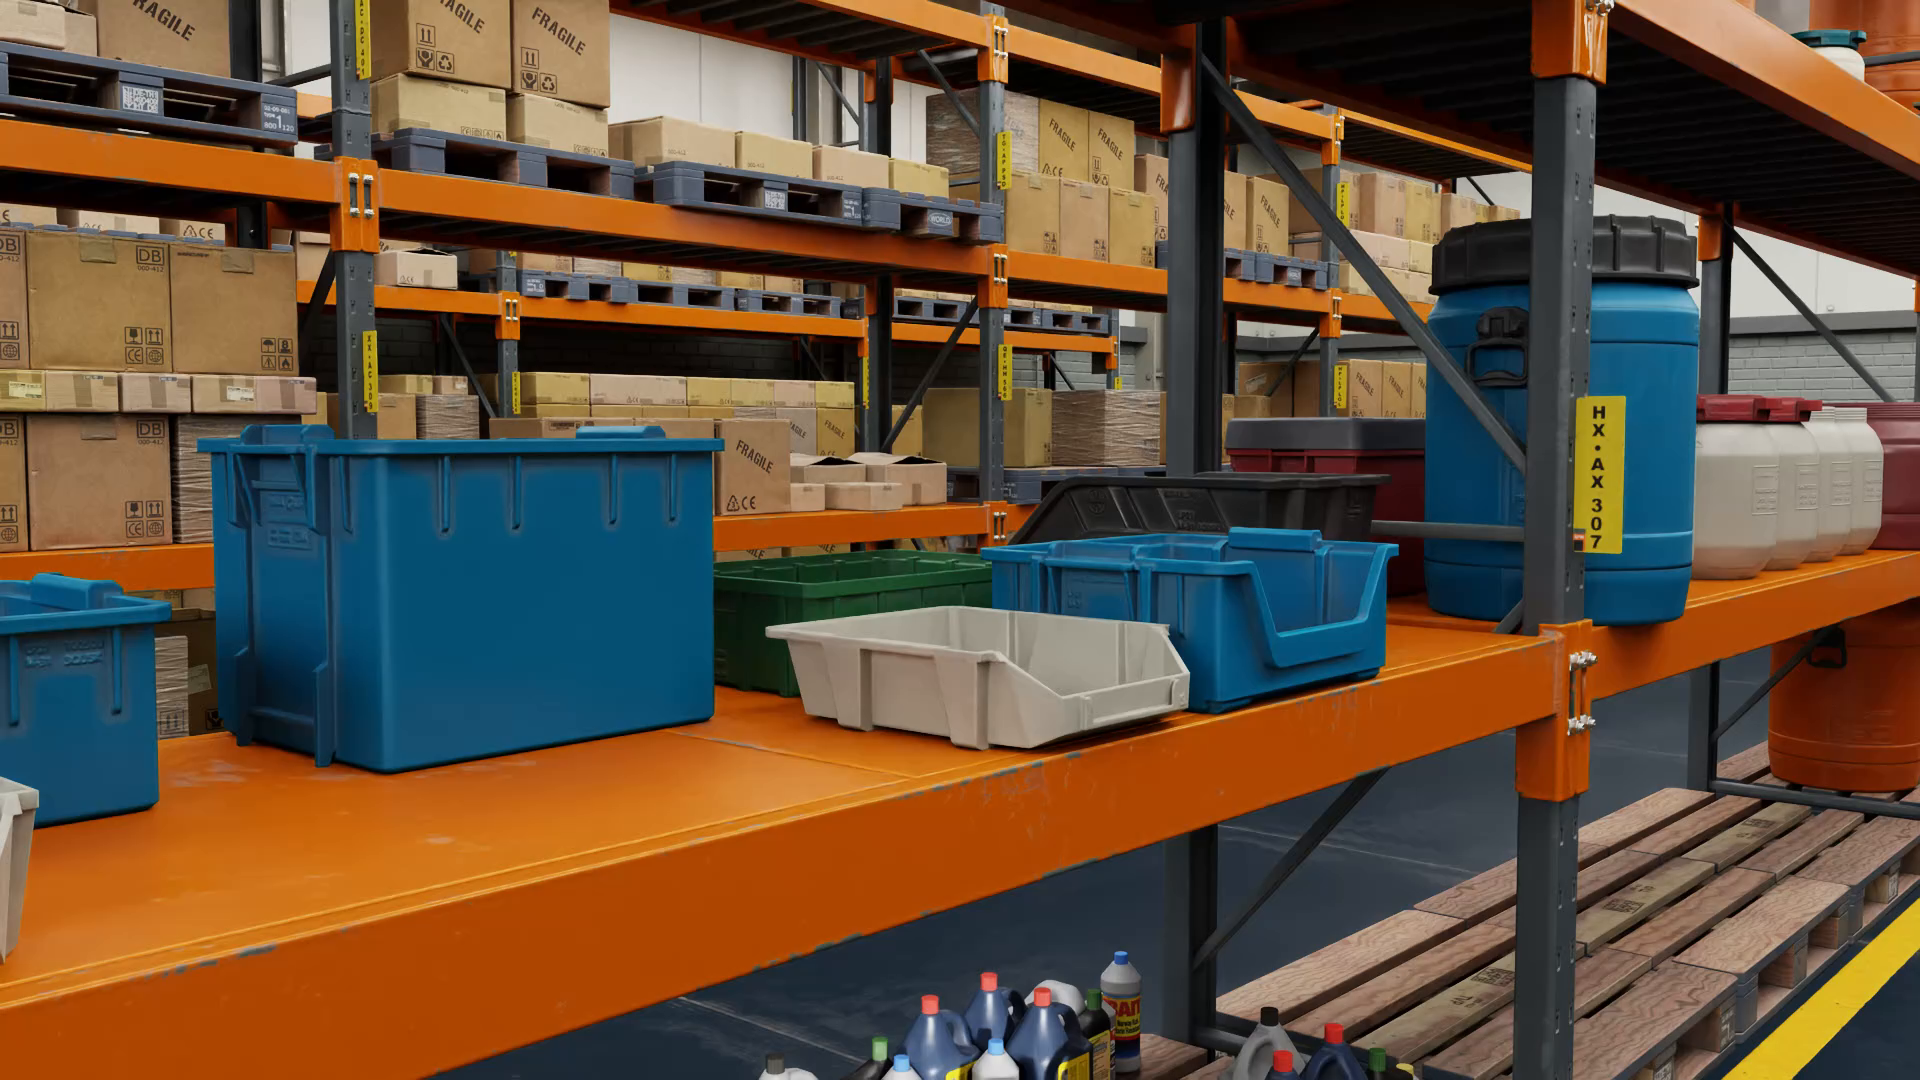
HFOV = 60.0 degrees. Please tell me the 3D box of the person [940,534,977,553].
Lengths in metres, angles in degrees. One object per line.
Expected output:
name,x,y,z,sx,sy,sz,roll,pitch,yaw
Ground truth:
person,0.056,-0.099,15.371,0.471,1.654,0.707,0,4,1
